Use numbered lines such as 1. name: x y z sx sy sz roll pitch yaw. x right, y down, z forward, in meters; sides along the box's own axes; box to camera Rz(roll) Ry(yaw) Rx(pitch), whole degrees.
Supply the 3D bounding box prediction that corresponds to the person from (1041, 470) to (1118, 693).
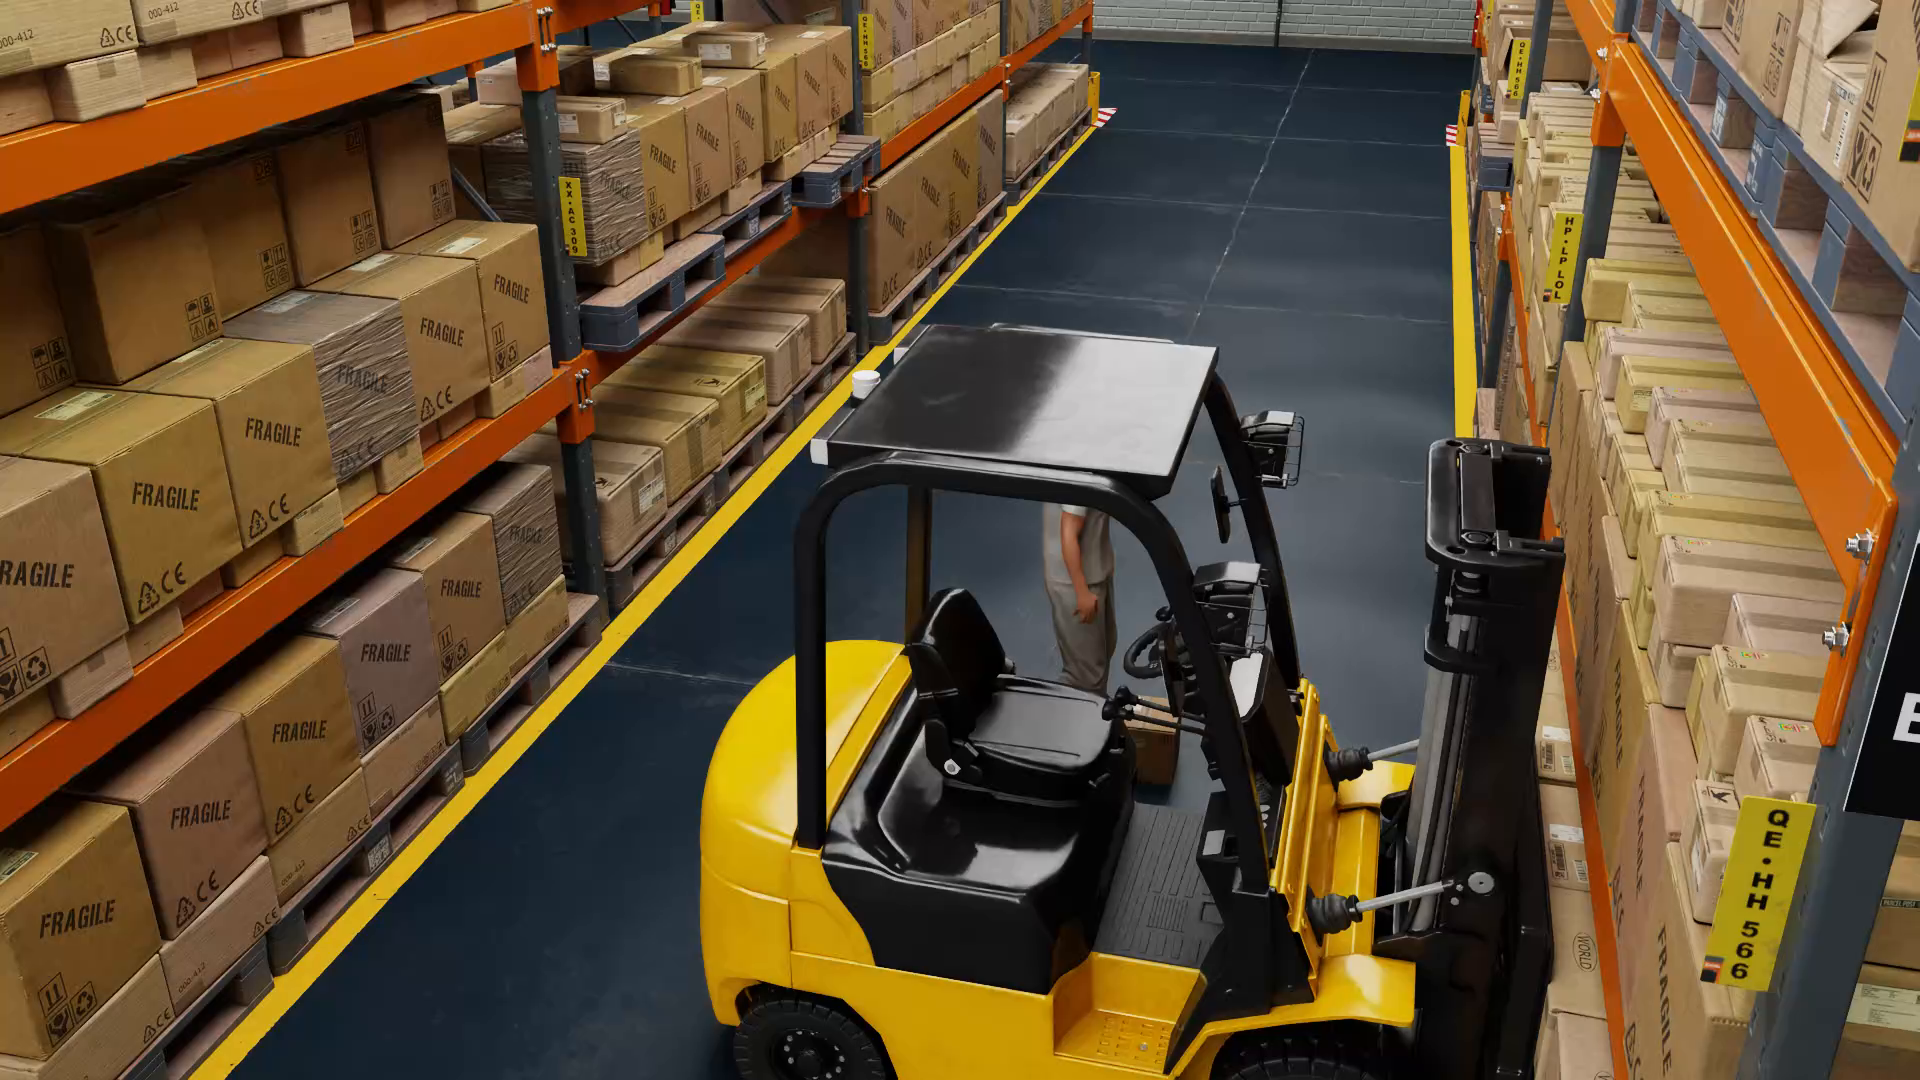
1. person: 0.492 0.130 6.344 0.358 1.666 0.485 6 26 12
